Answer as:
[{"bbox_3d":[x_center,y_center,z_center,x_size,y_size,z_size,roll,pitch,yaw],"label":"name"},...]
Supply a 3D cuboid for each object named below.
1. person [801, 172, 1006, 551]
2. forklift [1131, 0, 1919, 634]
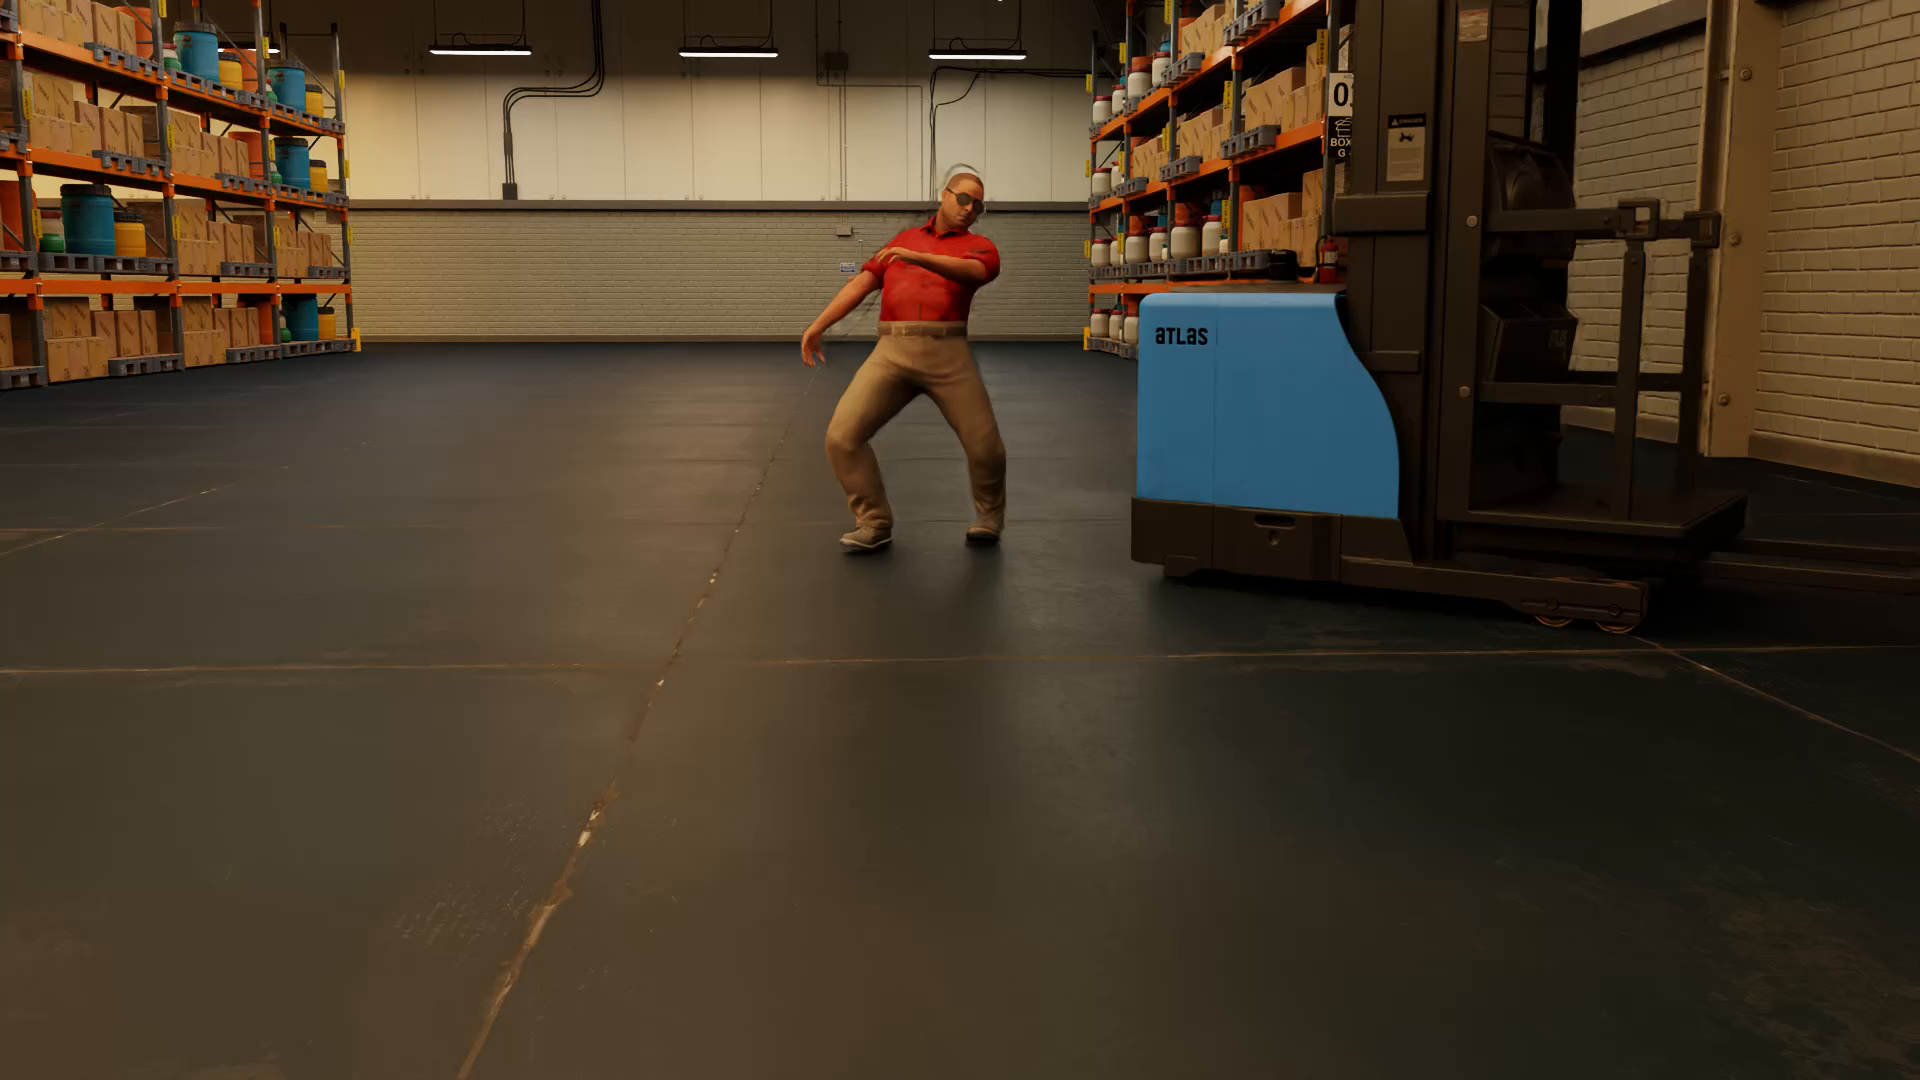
[{"bbox_3d":[-0.244,-0.743,6.911,0.854,1.560,0.853,1,9,8],"label":"person"},{"bbox_3d":[2.155,-1.239,5.672,3.031,2.935,1.130,6,10,34],"label":"forklift"}]
